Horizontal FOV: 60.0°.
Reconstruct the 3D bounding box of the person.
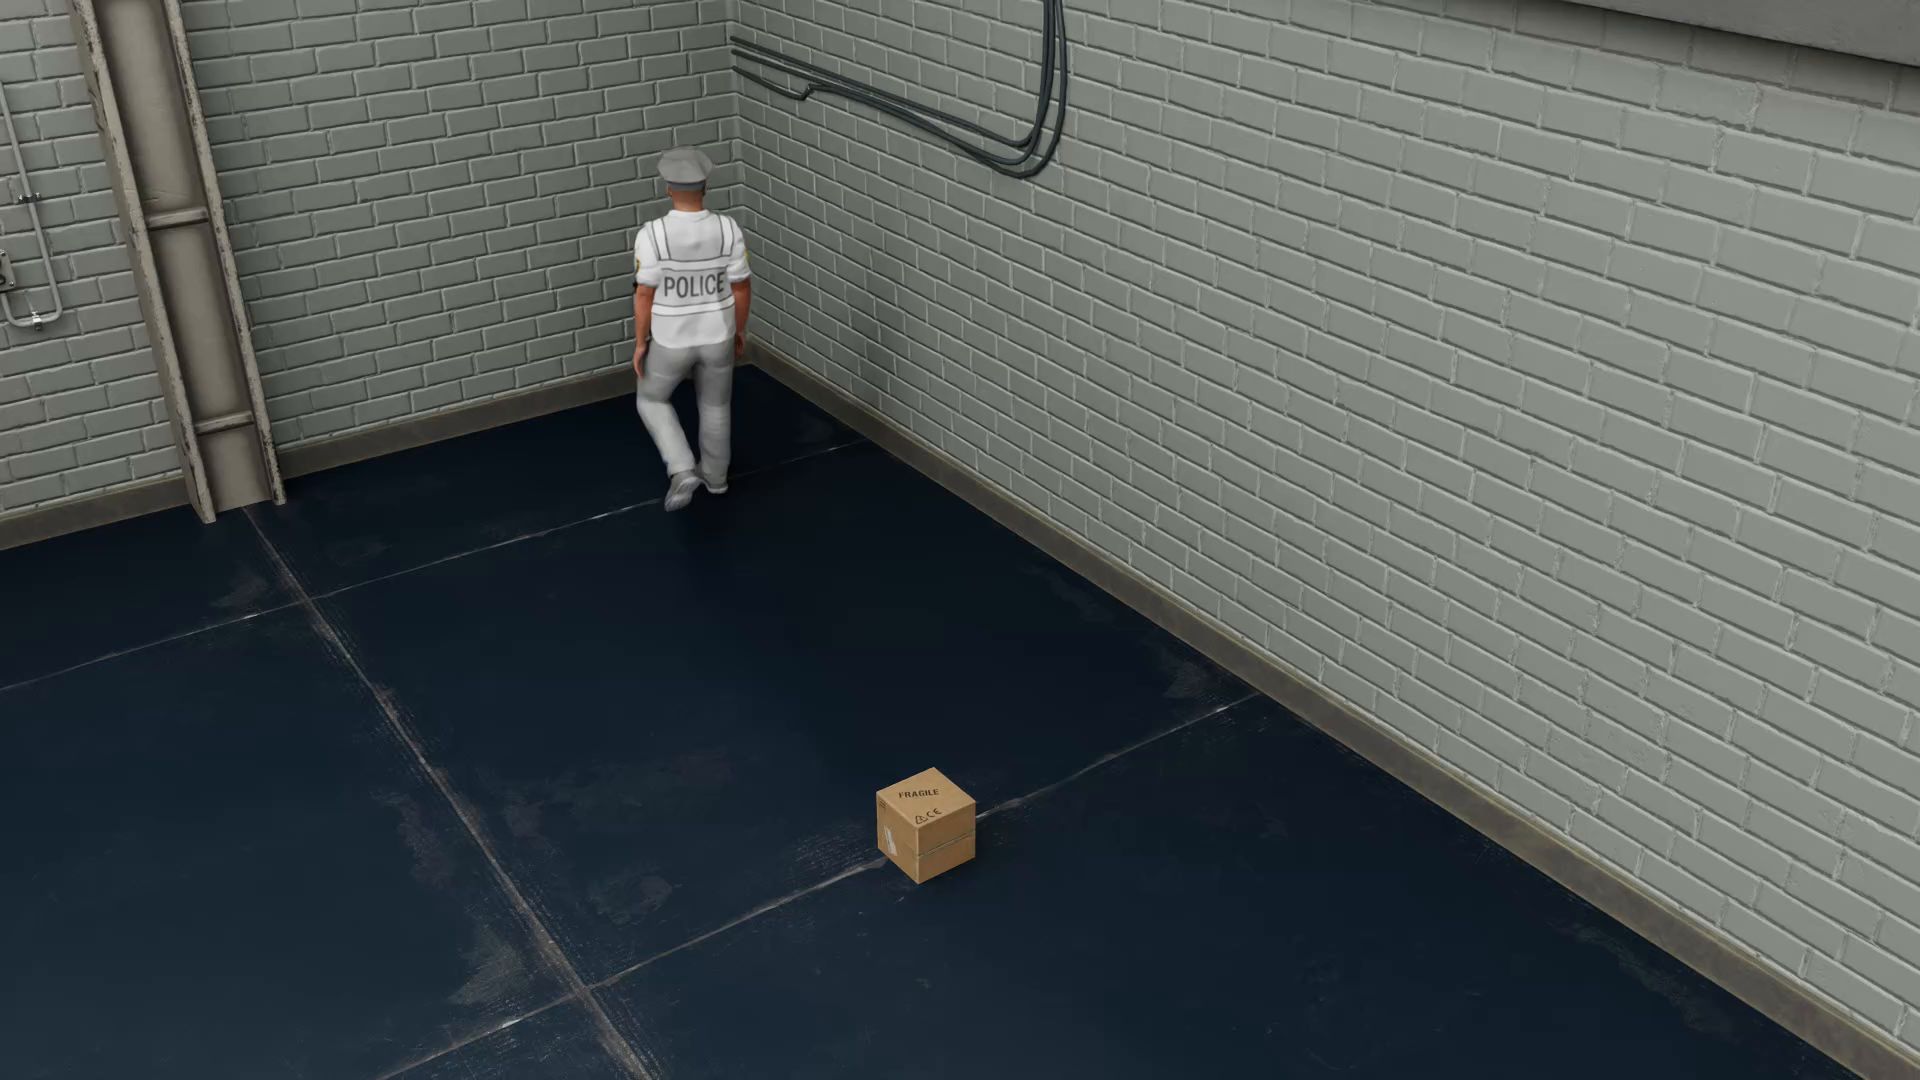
[{"bbox_3d":[-1.282,-0.987,7.870,0.579,1.768,0.619,-12,31,-21],"label":"person"}]
